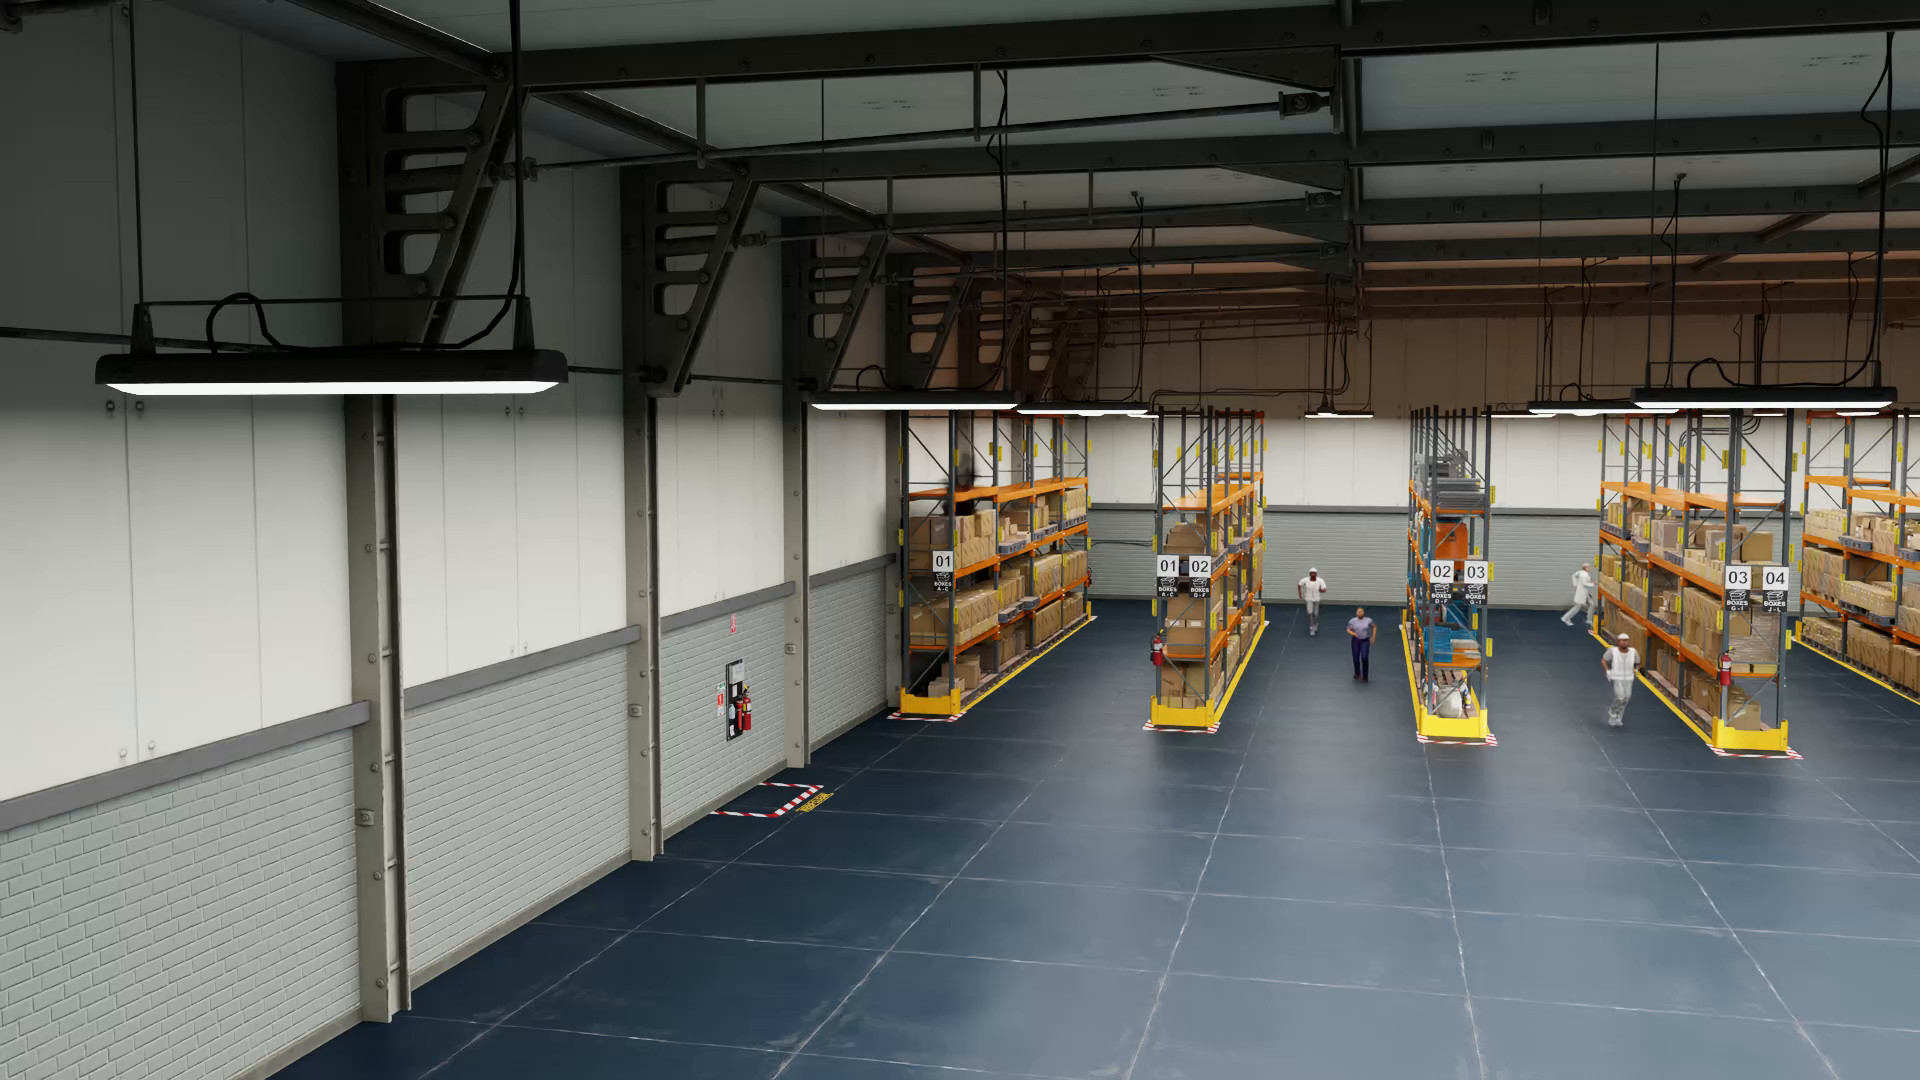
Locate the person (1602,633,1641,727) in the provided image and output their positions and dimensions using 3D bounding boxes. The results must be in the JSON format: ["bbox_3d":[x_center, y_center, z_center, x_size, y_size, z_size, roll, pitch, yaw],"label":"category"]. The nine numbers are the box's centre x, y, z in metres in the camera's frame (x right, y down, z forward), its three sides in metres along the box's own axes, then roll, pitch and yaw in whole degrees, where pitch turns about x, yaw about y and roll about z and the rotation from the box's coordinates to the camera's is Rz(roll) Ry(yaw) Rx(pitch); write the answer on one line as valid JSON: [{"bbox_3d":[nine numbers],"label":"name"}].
[{"bbox_3d":[12.363,2.618,30.980,0.655,1.758,0.650,0,4,4],"label":"person"}]

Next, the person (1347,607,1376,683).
[{"bbox_3d":[8.783,2.313,36.422,0.617,1.713,0.717,1,4,18],"label":"person"}]

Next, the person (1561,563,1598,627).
[{"bbox_3d":[17.157,1.547,46.007,0.978,1.831,0.745,1,4,18],"label":"person"}]

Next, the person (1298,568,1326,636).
[{"bbox_3d":[9.460,1.639,44.658,0.717,1.811,0.909,0,4,5],"label":"person"}]
